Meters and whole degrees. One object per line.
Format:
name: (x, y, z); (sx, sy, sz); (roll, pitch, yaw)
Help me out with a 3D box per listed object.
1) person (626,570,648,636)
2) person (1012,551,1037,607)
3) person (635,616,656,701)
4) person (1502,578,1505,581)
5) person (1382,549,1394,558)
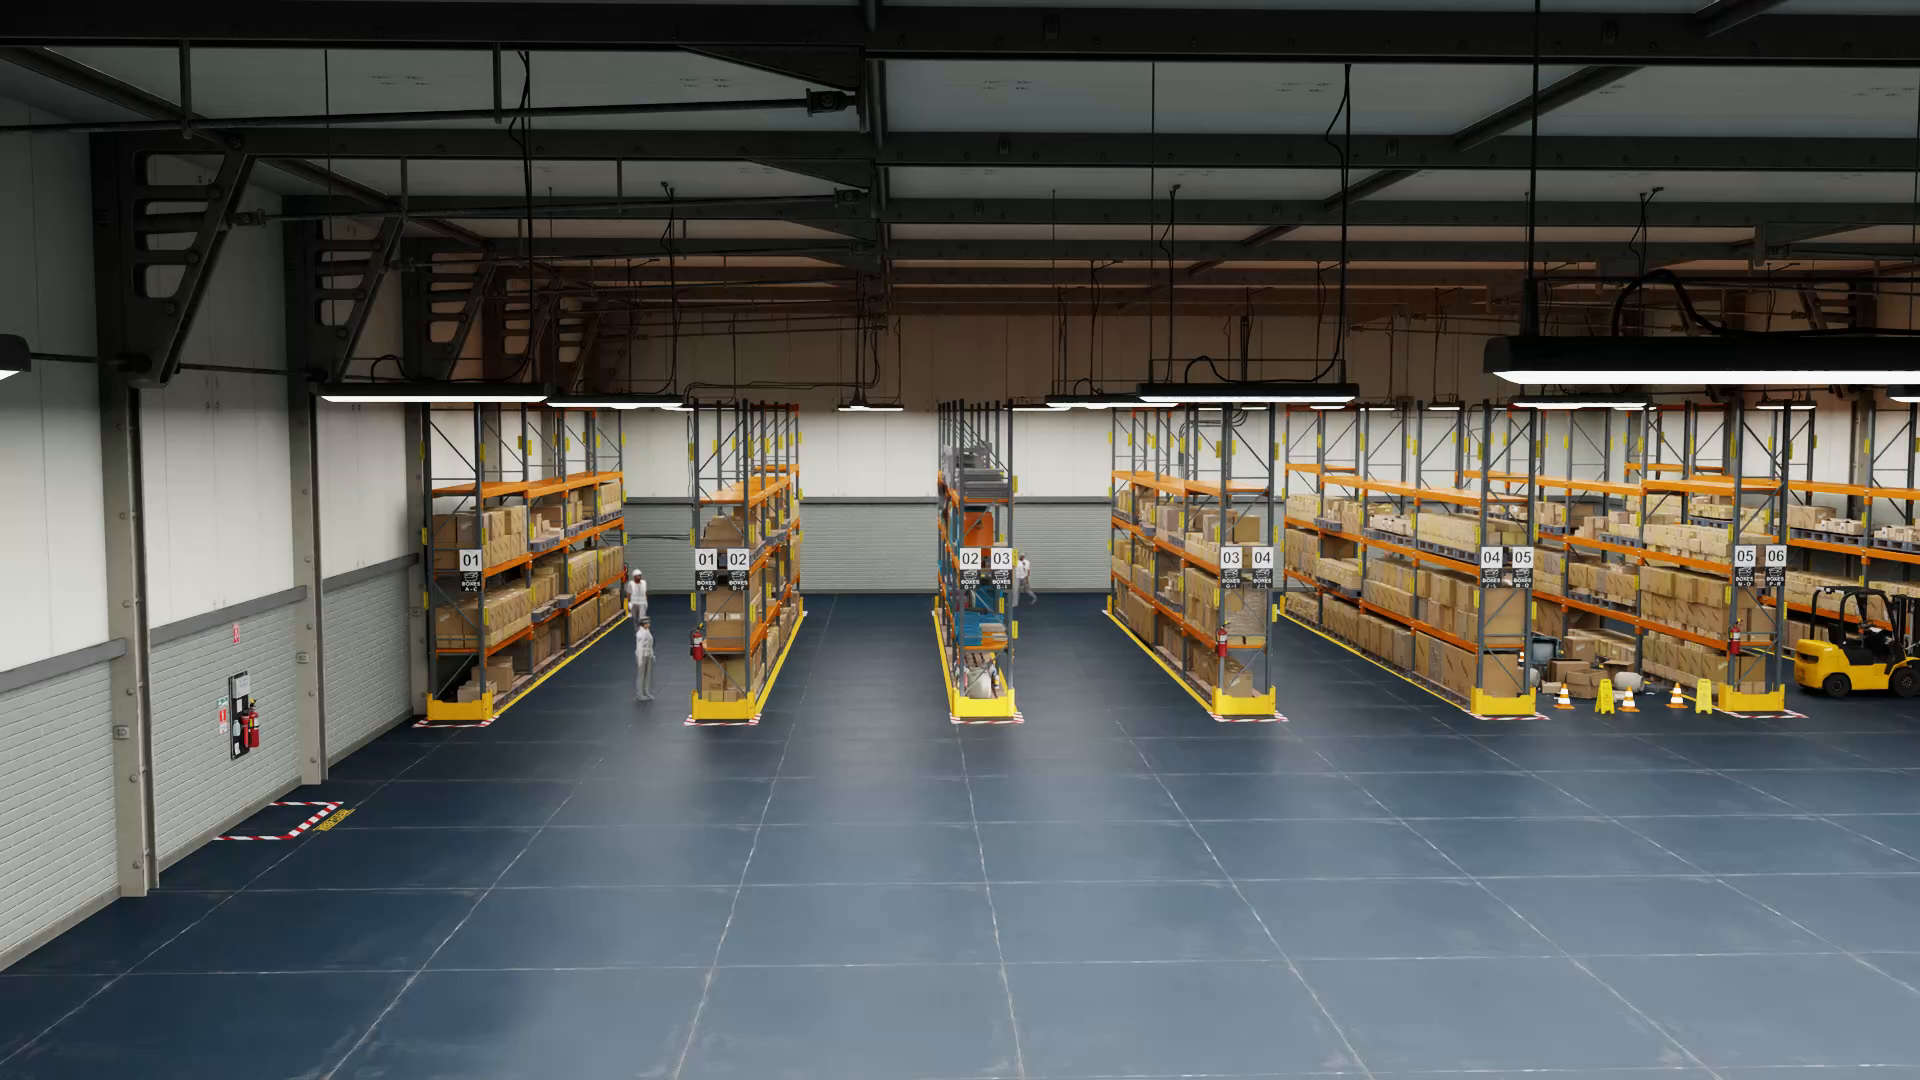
person: (-8.205, 1.628, 42.227); (0.505, 1.744, 0.992); (0, 4, -2)
person: (1.857, 1.143, 49.299); (0.482, 1.656, 0.898); (4, 6, 44)
person: (-6.330, 2.356, 33.345); (0.358, 1.690, 0.516); (1, 4, 14)
person: (12.939, 1.793, 39.932); (0.498, 1.767, 0.577); (4, 6, 40)
person: (12.775, 1.080, 49.686); (1.077, 1.736, 0.628); (-1, 4, -7)
